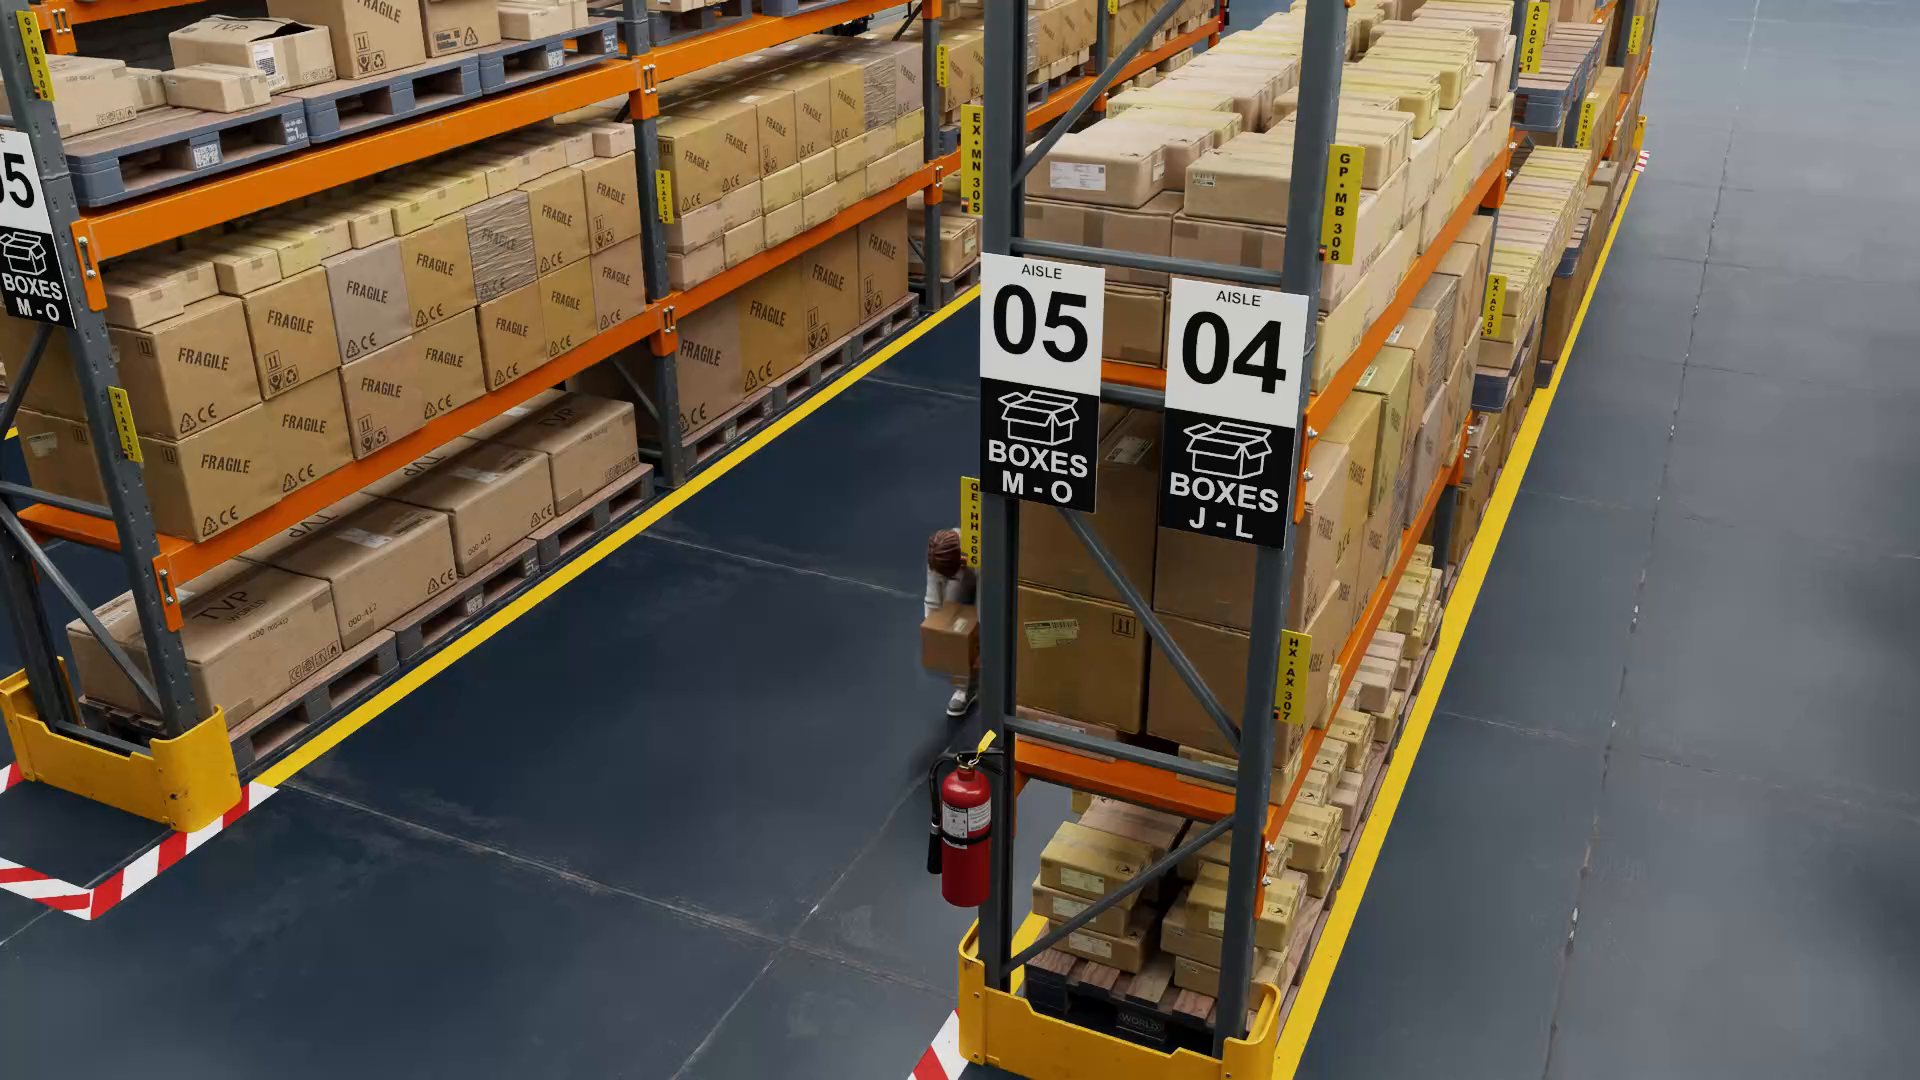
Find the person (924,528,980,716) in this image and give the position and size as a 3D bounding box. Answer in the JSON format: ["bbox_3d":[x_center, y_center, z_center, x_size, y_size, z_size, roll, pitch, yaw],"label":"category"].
[{"bbox_3d":[0.036,0.406,8.208,0.380,1.248,0.810,10,28,20],"label":"person"}]
